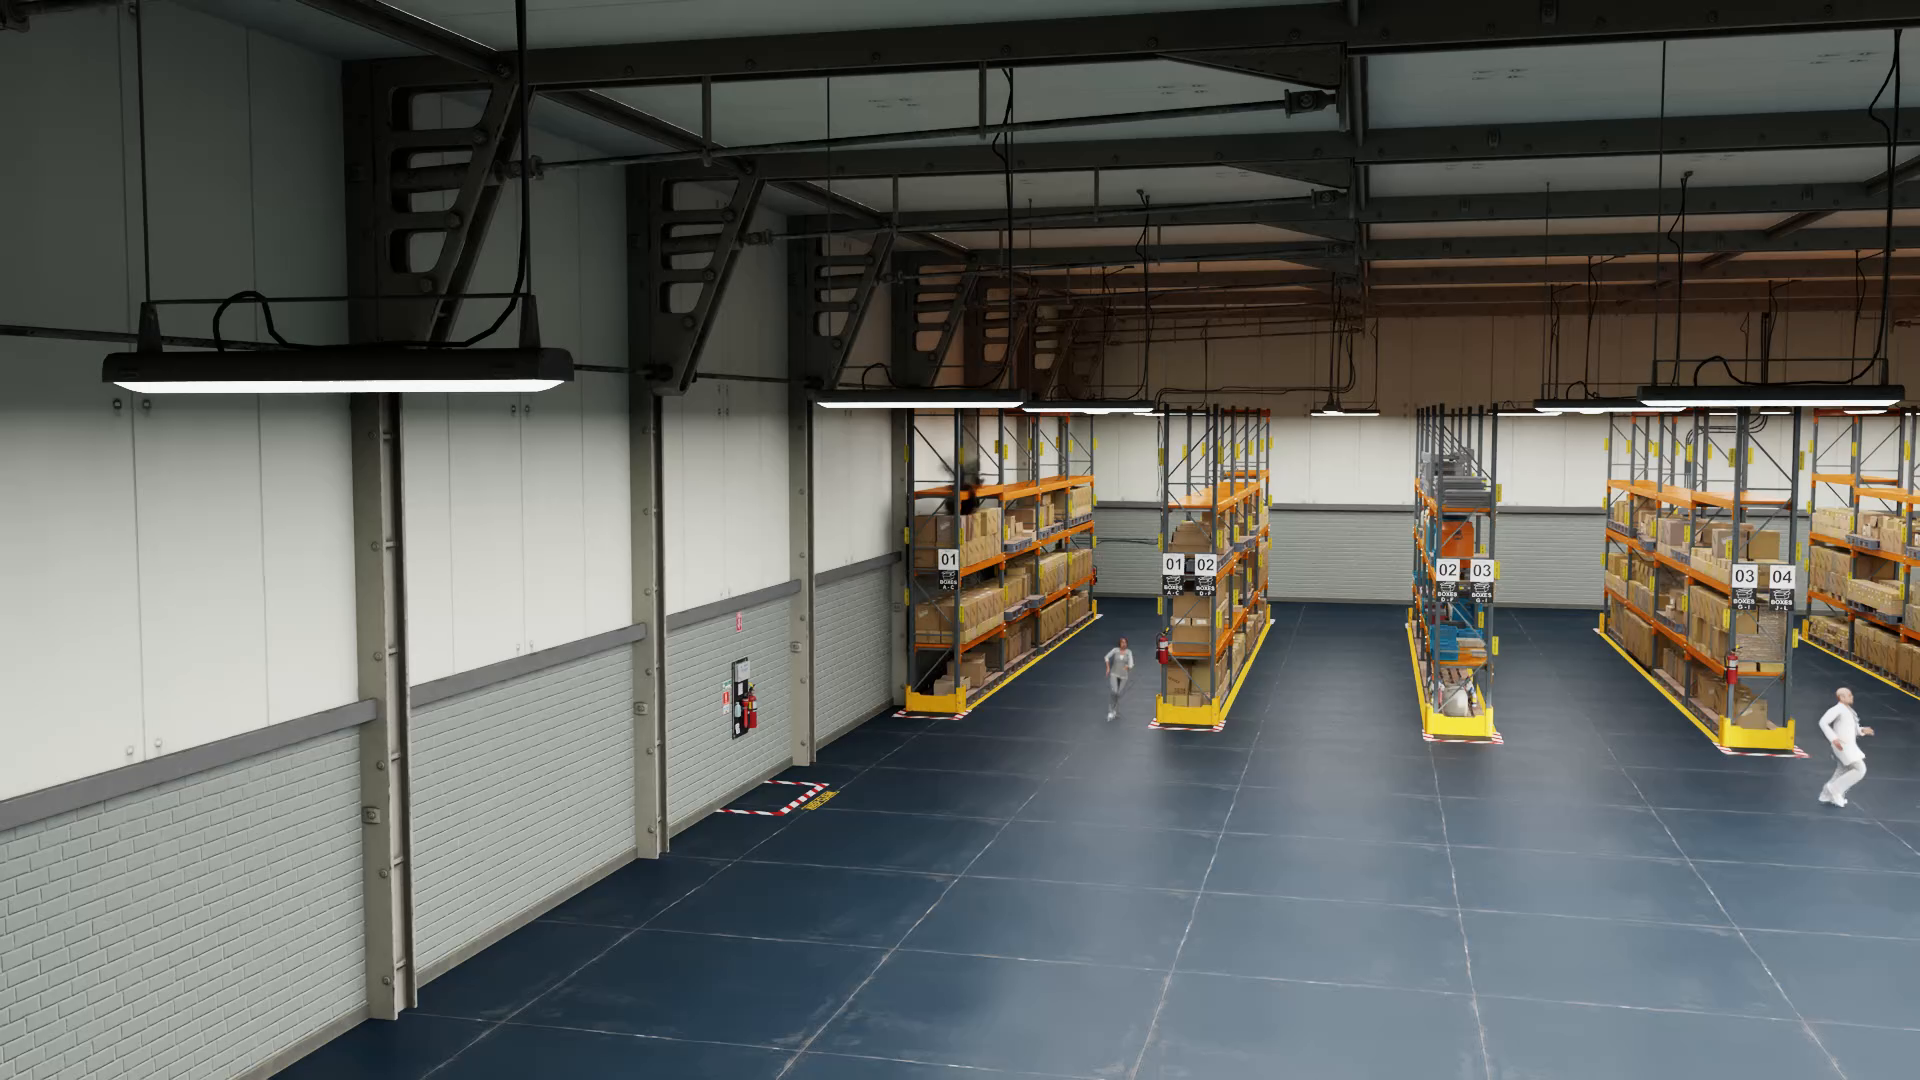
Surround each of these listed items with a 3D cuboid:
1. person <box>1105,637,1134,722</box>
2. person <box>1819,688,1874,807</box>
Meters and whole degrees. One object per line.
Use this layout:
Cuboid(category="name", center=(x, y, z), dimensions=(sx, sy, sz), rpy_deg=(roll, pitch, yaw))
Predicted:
Cuboid(category="person", center=(3.041, 2.634, 31.727), dimensions=(0.519, 1.602, 0.701), rpy_deg=(0, 4, -6))
Cuboid(category="person", center=(13.054, 3.052, 24.476), dimensions=(0.707, 1.742, 0.682), rpy_deg=(3, 5, 39))
